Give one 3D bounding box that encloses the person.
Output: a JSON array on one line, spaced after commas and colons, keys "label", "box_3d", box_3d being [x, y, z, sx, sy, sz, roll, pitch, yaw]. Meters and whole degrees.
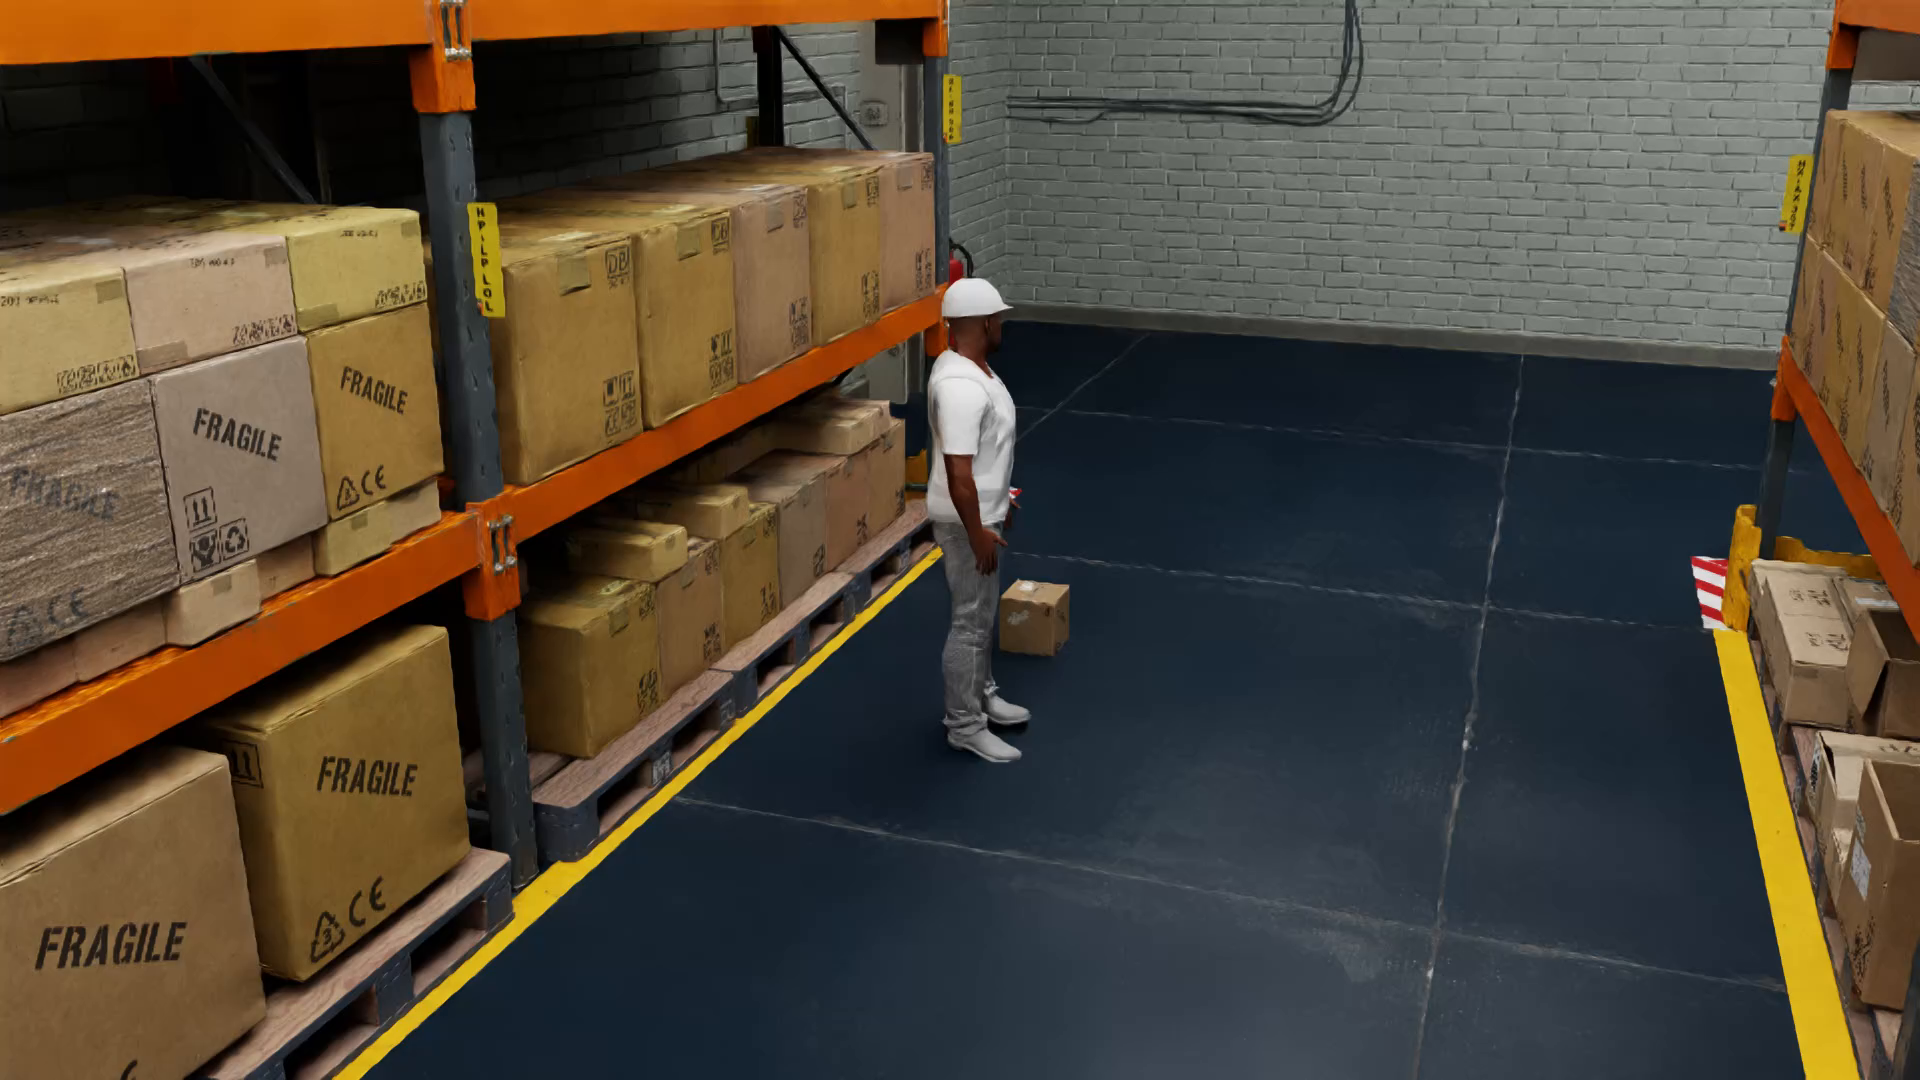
[{"label": "person", "box_3d": [0.073, -0.085, 6.264, 0.413, 1.804, 0.613, 1, 19, 2]}]
